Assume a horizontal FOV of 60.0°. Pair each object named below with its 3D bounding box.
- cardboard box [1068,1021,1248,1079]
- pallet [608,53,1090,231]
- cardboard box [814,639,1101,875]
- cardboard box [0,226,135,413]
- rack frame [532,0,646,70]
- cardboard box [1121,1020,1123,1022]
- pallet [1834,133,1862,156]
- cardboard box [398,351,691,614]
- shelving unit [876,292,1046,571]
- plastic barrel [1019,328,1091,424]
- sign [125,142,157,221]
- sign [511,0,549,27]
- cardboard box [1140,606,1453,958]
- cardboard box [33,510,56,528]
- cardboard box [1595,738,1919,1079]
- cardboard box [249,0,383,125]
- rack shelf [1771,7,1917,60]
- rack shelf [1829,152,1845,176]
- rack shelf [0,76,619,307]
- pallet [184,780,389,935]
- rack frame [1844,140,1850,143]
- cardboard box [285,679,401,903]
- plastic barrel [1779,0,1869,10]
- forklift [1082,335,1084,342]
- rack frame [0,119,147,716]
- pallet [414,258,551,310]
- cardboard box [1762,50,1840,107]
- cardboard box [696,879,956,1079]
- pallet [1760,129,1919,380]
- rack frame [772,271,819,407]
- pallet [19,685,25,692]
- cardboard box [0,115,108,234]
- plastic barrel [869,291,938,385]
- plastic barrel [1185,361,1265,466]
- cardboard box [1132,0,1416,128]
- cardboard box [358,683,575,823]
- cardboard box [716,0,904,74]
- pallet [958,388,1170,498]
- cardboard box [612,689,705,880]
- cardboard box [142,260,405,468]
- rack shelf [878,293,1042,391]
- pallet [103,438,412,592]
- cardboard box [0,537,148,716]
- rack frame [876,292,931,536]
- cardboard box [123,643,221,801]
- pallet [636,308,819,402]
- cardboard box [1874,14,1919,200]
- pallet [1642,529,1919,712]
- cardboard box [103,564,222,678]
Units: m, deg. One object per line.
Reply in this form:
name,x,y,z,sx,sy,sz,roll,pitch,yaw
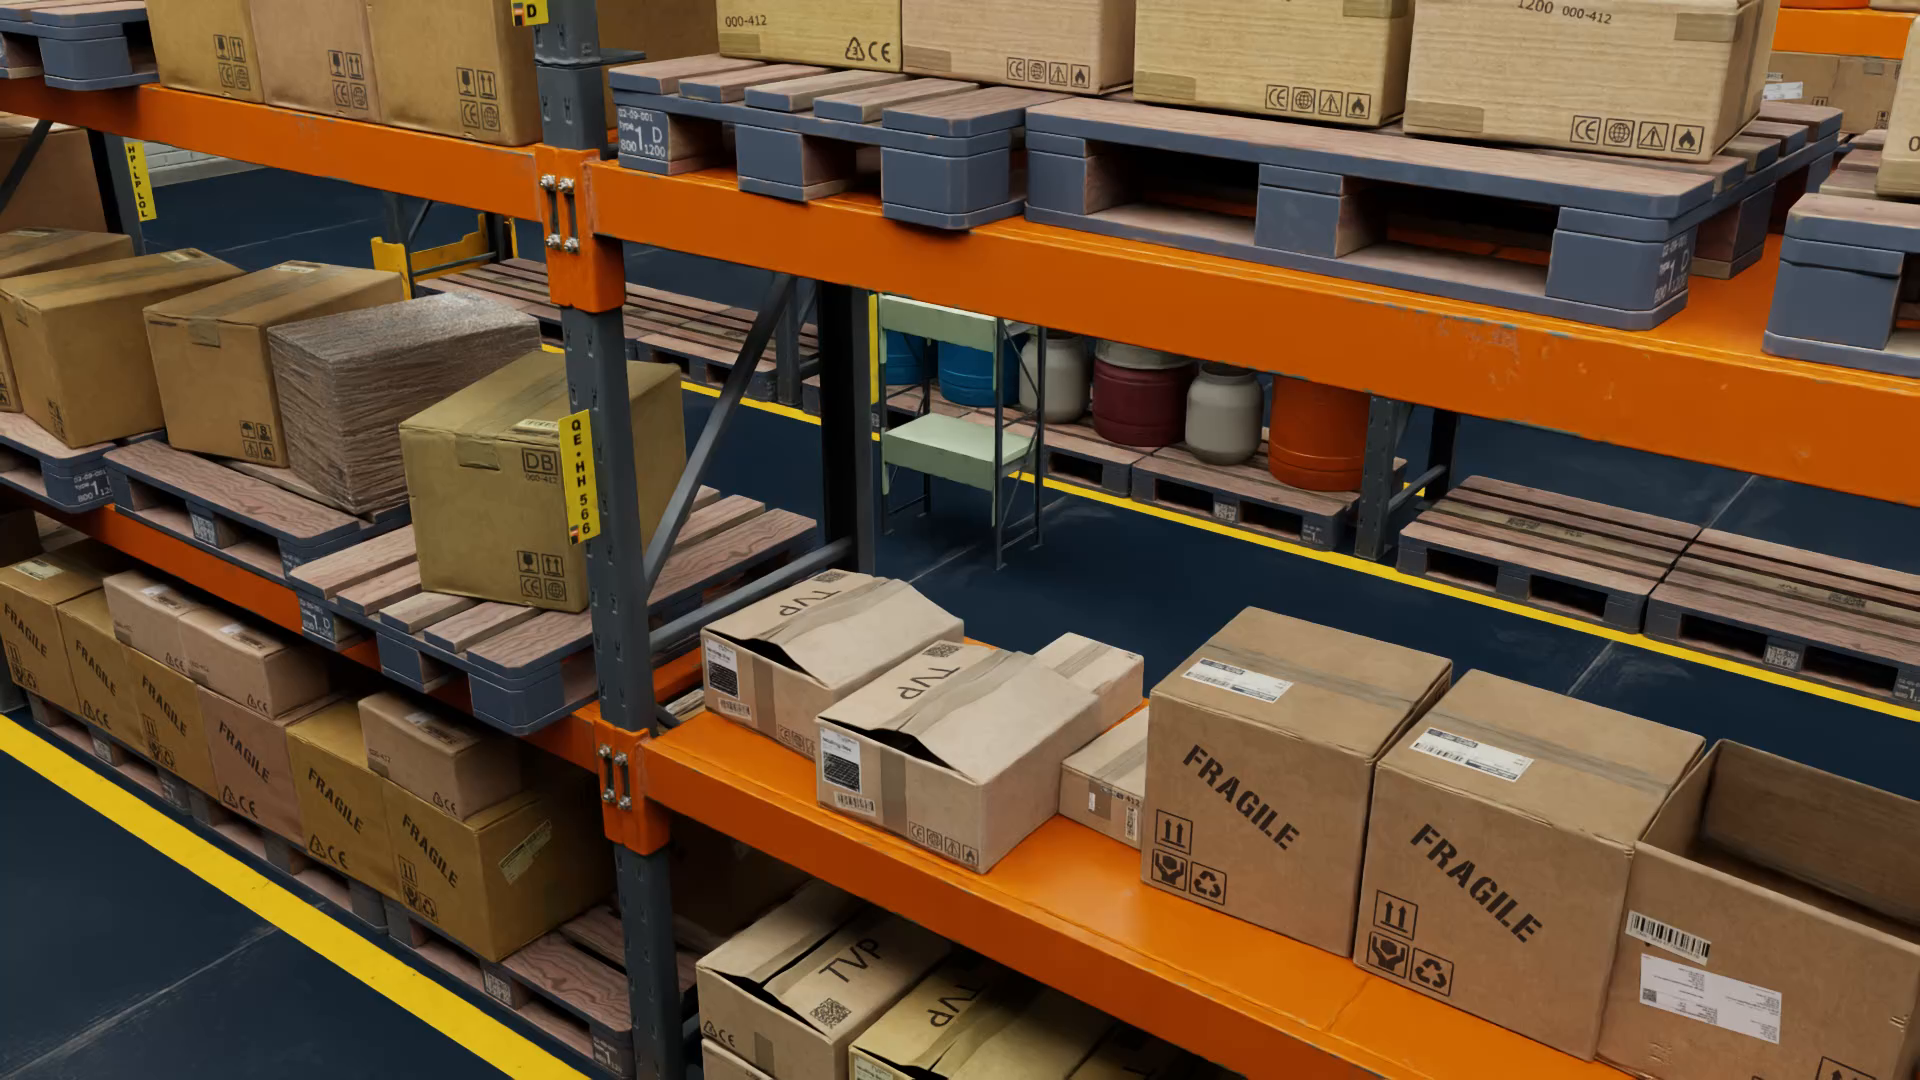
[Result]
cardboard box,0.473,1.444,3.945,0.500,0.311,0.500,16,28,32
pallet,-0.006,-0.986,3.781,1.003,0.211,1.213,18,30,36
cardboard box,-0.003,0.485,4.040,0.500,0.311,0.500,16,29,33
cardboard box,-3.558,-0.853,6.322,0.500,0.500,0.700,7,25,16
rack frame,-0.602,-2.580,3.445,0.127,3.000,1.000,17,29,33
cardboard box,0.384,1.145,4.624,0.500,0.311,0.500,16,29,33
pallet,5.976,-2.804,11.632,1.003,0.211,1.213,17,29,33
cardboard box,-1.174,-0.189,4.813,0.500,0.500,0.700,7,25,16
shelving unit,0.005,-0.685,8.444,0.755,1.500,0.431,17,29,33
plastic barrel,0.561,-0.979,9.817,0.421,0.512,0.421,0,24,0
sign,-3.473,-1.512,7.025,0.005,0.325,0.100,17,29,33
sign,-0.929,-1.270,3.550,0.005,0.325,0.100,17,29,33
cardboard box,0.750,0.520,3.726,0.500,0.500,0.500,15,28,31
cardboard box,-4.707,-0.084,8.189,0.250,0.166,0.380,17,29,33
cardboard box,1.572,0.768,3.162,0.500,0.500,0.500,19,30,37
cardboard box,-1.380,-1.471,4.525,0.500,0.500,0.910,17,29,33
rack shelf,3.972,-1.992,6.723,4.000,0.370,1.077,17,29,33
rack shelf,6.942,-2.217,10.954,4.000,0.370,1.077,17,29,33
rack shelf,-2.203,-1.362,5.293,4.000,0.370,1.077,17,29,33
pallet,-2.149,0.953,6.325,1.213,0.211,1.003,17,29,33
rack frame,8.398,-4.606,15.483,0.127,3.000,1.000,17,29,33
cardboard box,-1.905,0.832,5.696,0.500,0.500,0.500,16,28,31
plastic barrel,3.422,-2.575,6.620,0.708,0.830,0.600,17,29,33
forklift,0.400,-3.080,12.106,1.130,2.935,3.031,2,24,5
rack frame,-3.803,-0.802,6.850,0.127,3.000,1.000,17,29,33
pallet,-3.393,-1.879,12.752,1.213,0.211,1.003,17,29,33
cardboard box,5.798,-3.150,11.535,0.500,0.500,0.500,13,27,27
cardboard box,-0.359,1.196,4.509,0.500,0.311,0.500,18,29,35
pallet,1.885,-0.362,2.368,1.217,0.209,0.805,16,28,31
rack frame,-0.829,-2.399,10.475,0.127,3.000,1.000,17,29,33
pallet,-4.352,0.308,7.790,1.213,0.211,1.003,17,29,33
cardboard box,-4.011,-1.510,7.093,0.500,0.500,0.500,18,29,35
plastic barrel,-0.404,-1.494,10.503,0.708,0.901,0.600,17,29,33
plastic barrel,1.464,-0.706,9.197,0.421,0.512,0.421,0,24,0
cardboard box,0.676,-0.977,3.191,0.500,0.250,0.500,16,28,32
cardboard box,-1.539,0.602,5.288,0.500,0.250,0.500,18,30,35
cardboard box,-0.205,-1.239,3.788,0.500,0.250,0.500,14,28,29
pallet,0.744,-0.628,9.914,1.213,0.211,1.003,17,29,33
cardboard box,-1.217,0.781,5.813,0.500,0.500,0.500,16,28,31
cardboard box,-2.352,-0.633,5.821,0.500,0.500,0.700,9,25,20
rack shelf,0.005,-1.042,8.287,0.720,0.370,0.431,17,29,33
pallet,-2.161,-0.216,5.758,1.213,0.211,1.003,17,29,33
cardboard box,-3.562,0.336,6.822,0.500,0.500,0.500,15,28,31
rack frame,-0.288,-0.773,8.645,0.023,1.500,0.400,17,29,33
cardboard box,-2.733,0.585,6.257,0.500,0.500,0.500,17,29,34
pallet,-1.441,-1.289,11.413,1.213,0.211,1.003,17,29,33
cardboard box,1.670,-0.648,2.445,0.500,0.250,0.500,14,27,28
pallet,3.940,0.339,7.719,1.213,0.211,1.003,17,29,33
cardboard box,-2.762,0.235,6.122,0.500,0.250,0.500,17,29,33
